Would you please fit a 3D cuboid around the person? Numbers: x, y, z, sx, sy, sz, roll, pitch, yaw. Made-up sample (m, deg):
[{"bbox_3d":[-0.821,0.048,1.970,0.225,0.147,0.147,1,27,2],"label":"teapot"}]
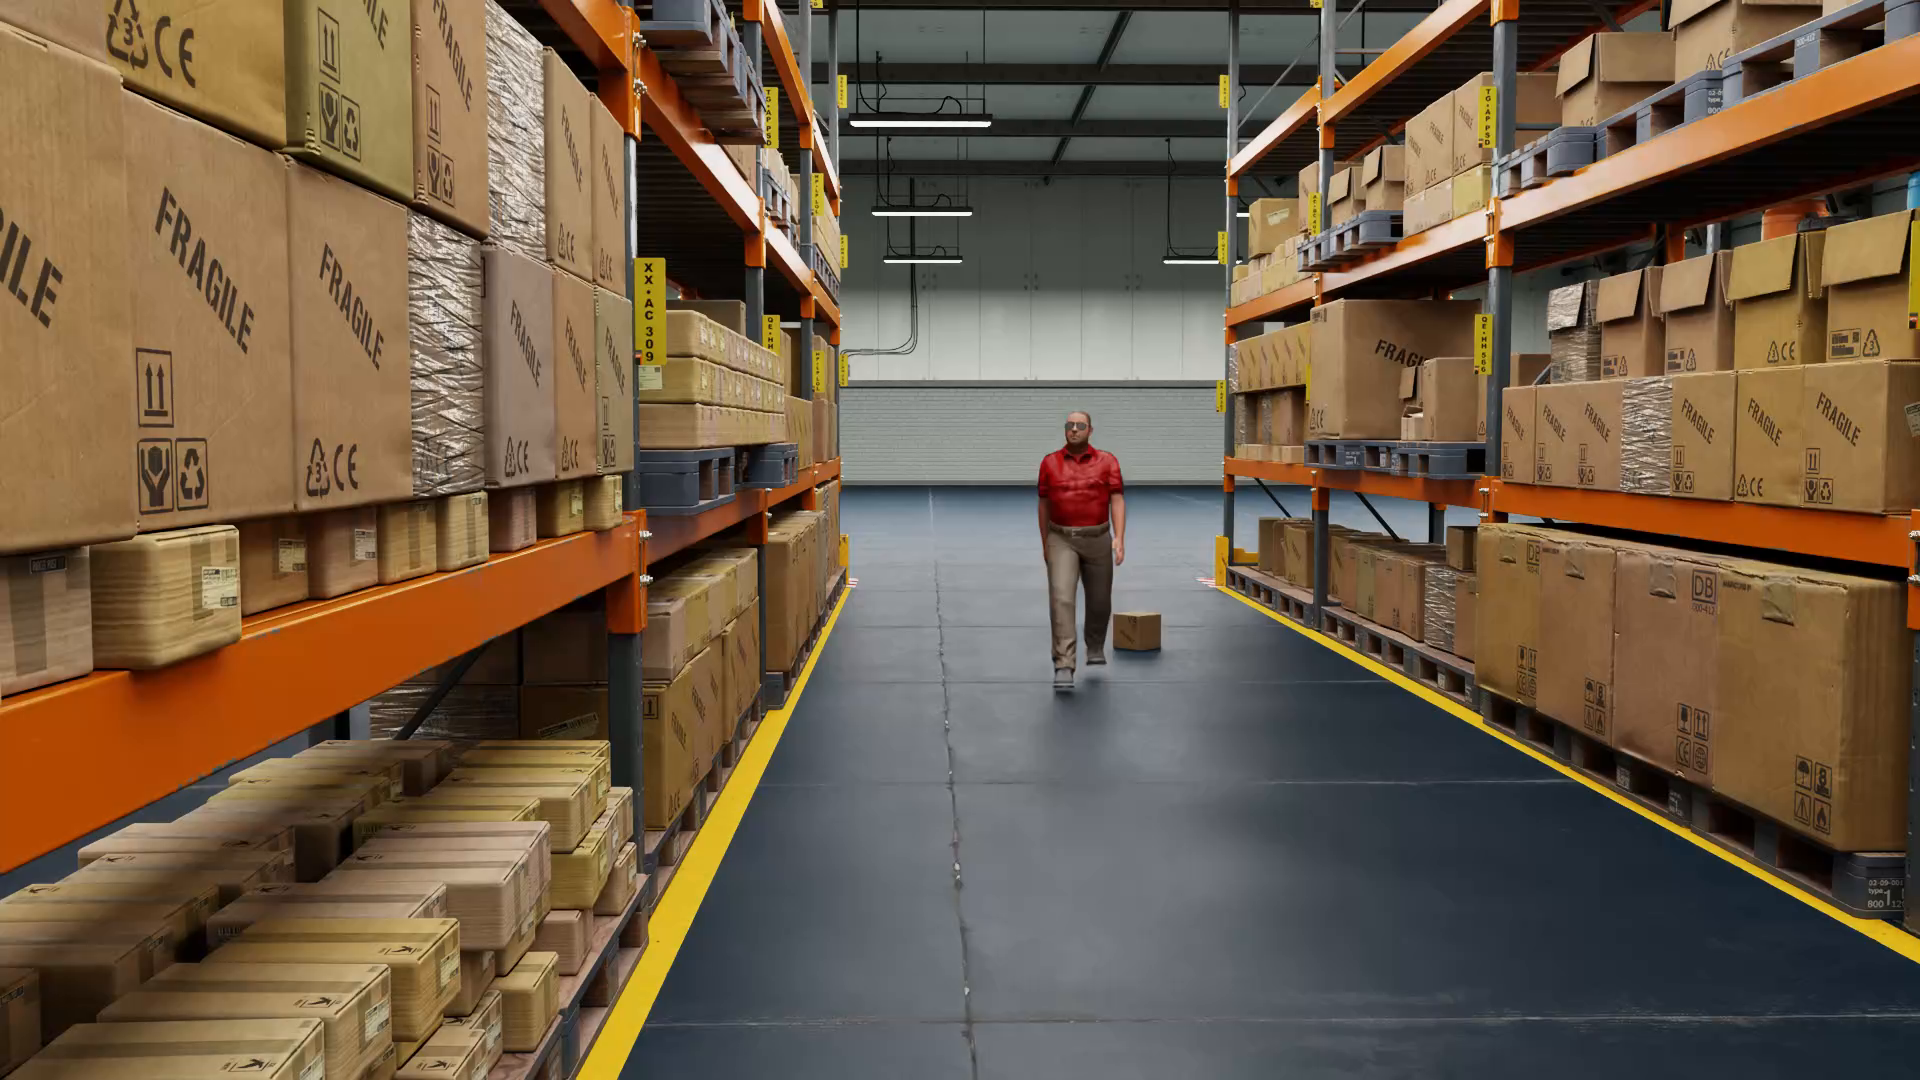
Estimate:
[{"bbox_3d":[0.752,0.029,10.319,0.541,1.673,1.021,0,4,2],"label":"person"}]
